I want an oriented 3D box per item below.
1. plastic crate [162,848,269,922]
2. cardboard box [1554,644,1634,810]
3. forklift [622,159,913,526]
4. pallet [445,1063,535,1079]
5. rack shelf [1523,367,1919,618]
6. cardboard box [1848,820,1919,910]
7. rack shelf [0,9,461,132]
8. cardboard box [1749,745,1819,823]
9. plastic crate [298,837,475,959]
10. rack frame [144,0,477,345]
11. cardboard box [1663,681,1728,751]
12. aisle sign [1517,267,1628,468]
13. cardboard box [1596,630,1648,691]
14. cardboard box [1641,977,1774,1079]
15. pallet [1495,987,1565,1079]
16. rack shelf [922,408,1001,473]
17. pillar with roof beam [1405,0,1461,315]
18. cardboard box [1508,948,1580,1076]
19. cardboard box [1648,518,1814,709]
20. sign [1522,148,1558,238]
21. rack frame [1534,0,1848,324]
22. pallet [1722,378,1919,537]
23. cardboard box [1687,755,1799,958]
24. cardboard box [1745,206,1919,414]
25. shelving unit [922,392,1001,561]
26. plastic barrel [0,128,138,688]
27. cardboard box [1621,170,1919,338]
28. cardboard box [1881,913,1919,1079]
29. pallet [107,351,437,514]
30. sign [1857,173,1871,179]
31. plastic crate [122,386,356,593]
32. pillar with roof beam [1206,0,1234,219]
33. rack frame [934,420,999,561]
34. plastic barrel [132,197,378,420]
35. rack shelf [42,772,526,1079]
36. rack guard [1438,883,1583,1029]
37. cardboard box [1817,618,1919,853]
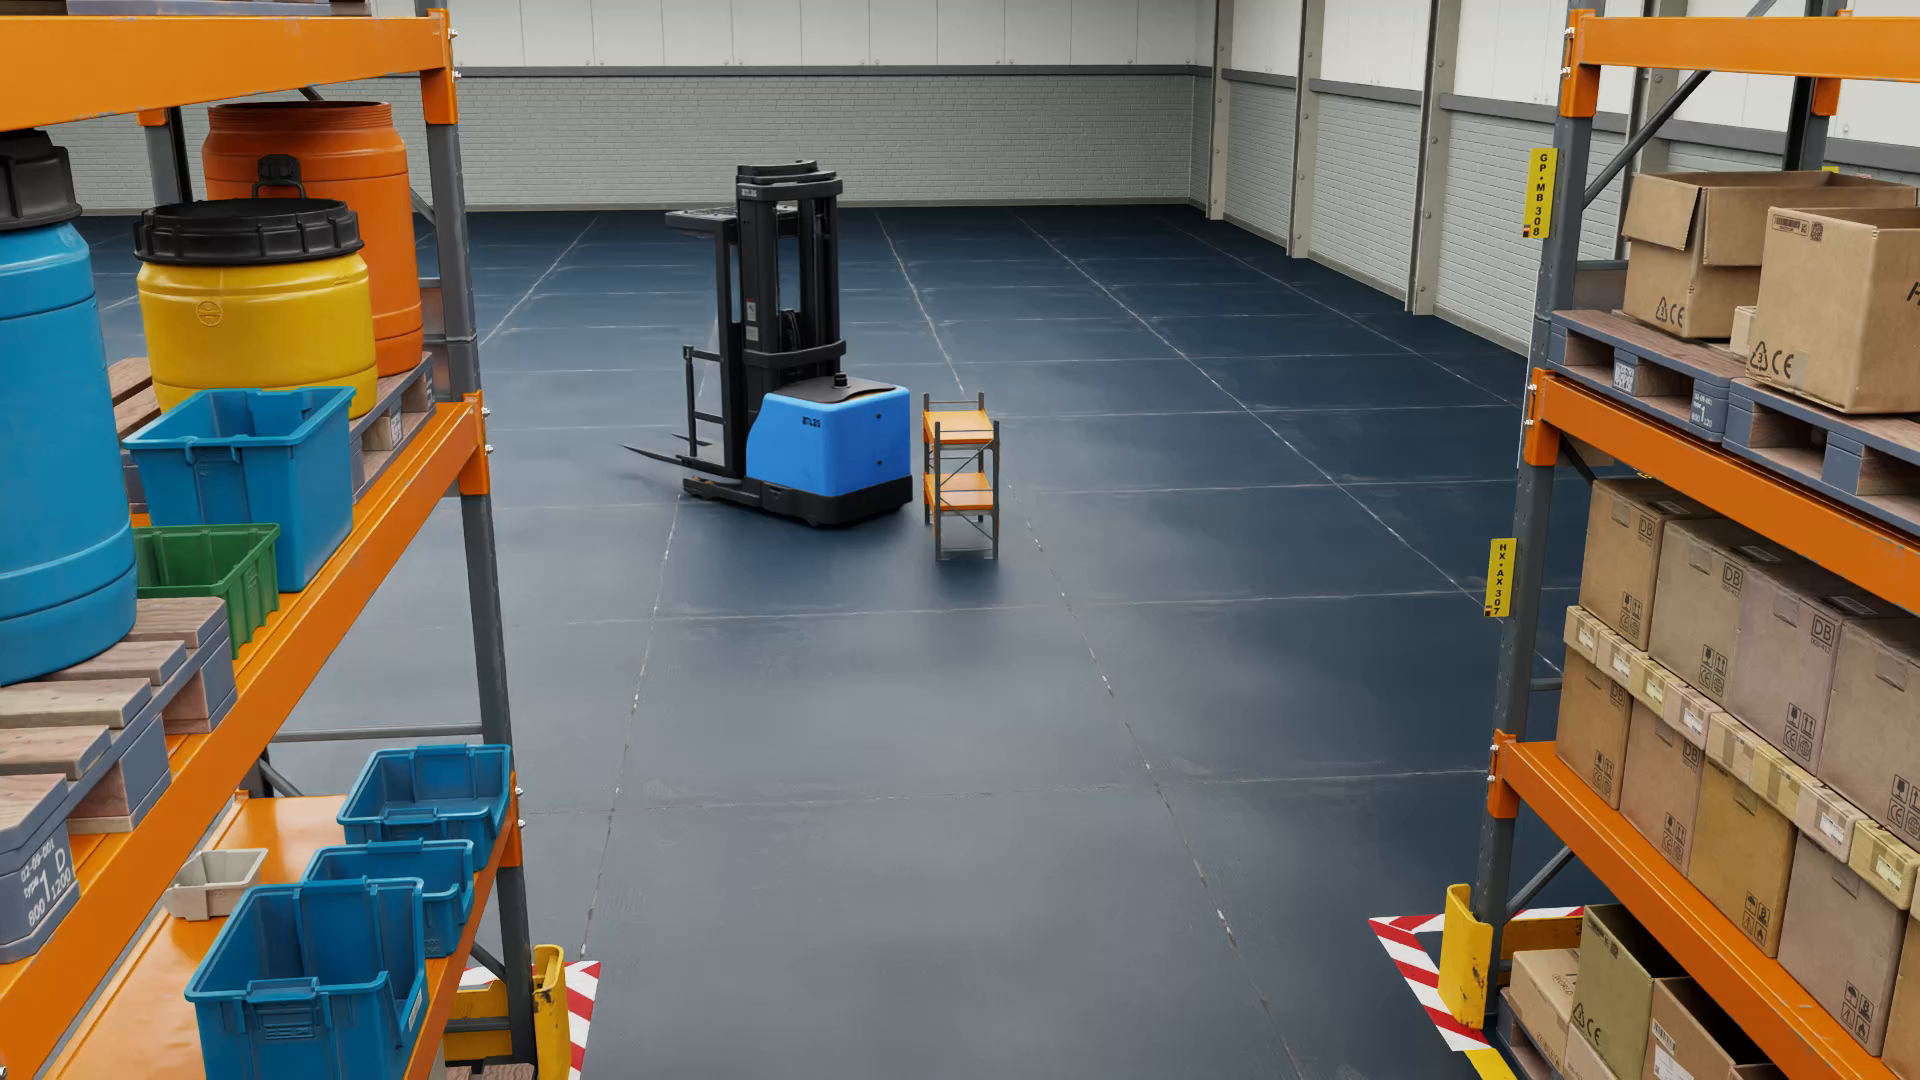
[{"bbox_3d":[-2.454,1.141,5.476,0.298,0.136,0.250,-2,18,-6],"label":"plastic crate"},{"bbox_3d":[2.736,0.678,6.343,0.700,0.500,0.500,-2,18,-6],"label":"cardboard box"},{"bbox_3d":[-1.854,-1.862,14.713,3.031,2.935,1.130,15,23,39],"label":"forklift"},{"bbox_3d":[-2.094,2.332,5.897,1.003,0.211,1.213,-2,18,-6],"label":"pallet"},{"bbox_3d":[2.907,0.094,4.562,1.077,0.370,4.000,-2,18,-6],"label":"rack shelf"},{"bbox_3d":[2.712,0.889,4.588,0.380,0.149,0.250,-1,17,-4],"label":"cardboard box"},{"bbox_3d":[-2.020,-0.994,3.689,1.077,0.370,4.000,-2,18,-6],"label":"rack shelf"},{"bbox_3d":[2.662,0.736,5.074,0.380,0.149,0.250,-2,18,-6],"label":"cardboard box"},{"bbox_3d":[-1.816,1.143,5.278,0.499,0.251,0.408,-2,18,-6],"label":"plastic crate"},{"bbox_3d":[-2.227,-2.124,5.419,1.000,3.000,0.127,-2,18,-6],"label":"rack frame"},{"bbox_3d":[2.605,0.581,5.569,0.380,0.149,0.250,-2,18,-6],"label":"cardboard box"},{"bbox_3d":[2.389,-0.664,6.445,0.394,0.787,0.004,-2,18,-6],"label":"aisle sign"},{"bbox_3d":[2.557,0.431,6.046,0.380,0.149,0.250,-2,18,-7],"label":"cardboard box"},{"bbox_3d":[2.652,1.804,5.560,0.500,0.500,0.500,-2,18,-6],"label":"cardboard box"},{"bbox_3d":[2.821,2.143,6.498,1.003,0.211,1.213,-2,18,-6],"label":"pallet"},{"bbox_3d":[0.001,-0.814,13.415,0.538,0.278,1.000,-2,18,-6],"label":"rack shelf"},{"bbox_3d":[2.421,-7.478,22.473,9.100,9.000,0.400,-2,18,-6],"label":"pillar with roof beam"},{"bbox_3d":[2.535,1.864,6.620,0.500,0.250,0.500,-2,18,-6],"label":"cardboard box"},{"bbox_3d":[2.801,0.231,5.599,0.700,0.500,0.500,-2,18,-7],"label":"cardboard box"},{"bbox_3d":[2.148,-1.284,6.161,0.100,0.325,0.005,-2,18,-6],"label":"sign"},{"bbox_3d":[2.701,-2.276,5.903,1.000,3.000,0.127,-2,18,-6],"label":"rack frame"},{"bbox_3d":[2.877,-0.227,4.532,1.003,0.211,1.213,-2,18,-6],"label":"pallet"},{"bbox_3d":[2.840,0.982,5.373,0.700,0.500,0.500,-2,18,-5],"label":"cardboard box"},{"bbox_3d":[2.600,-0.656,4.651,0.500,0.500,0.500,-2,18,-6],"label":"cardboard box"},{"bbox_3d":[0.001,-0.535,13.502,0.538,1.125,1.048,-2,18,-6],"label":"shelving unit"},{"bbox_3d":[-1.810,-0.241,2.890,0.600,0.901,0.708,-2,18,-6],"label":"plastic barrel"},{"bbox_3d":[2.756,-0.990,5.707,0.797,0.503,0.637,-1,17,-2],"label":"cardboard box"},{"bbox_3d":[2.952,1.292,4.388,0.700,0.500,0.500,-2,17,-5],"label":"cardboard box"},{"bbox_3d":[-2.239,-0.353,5.102,1.003,0.211,1.213,-2,18,-6],"label":"pallet"},{"bbox_3d":[7.823,-3.023,14.427,0.001,0.298,0.199,-2,18,-6],"label":"sign"},{"bbox_3d":[-1.731,-0.126,4.091,0.392,0.384,0.575,-2,18,-6],"label":"plastic crate"},{"bbox_3d":[1.184,-11.053,33.861,9.100,9.000,0.400,-2,18,-6],"label":"pillar with roof beam"},{"bbox_3d":[0.053,-0.383,13.020,0.500,1.125,0.032,-2,18,-6],"label":"rack frame"},{"bbox_3d":[-1.983,-0.647,4.708,0.600,0.588,0.600,0,17,0],"label":"plastic barrel"},{"bbox_3d":[-2.020,1.677,4.528,1.077,0.370,4.000,-2,18,-6],"label":"rack shelf"},{"bbox_3d":[2.698,1.772,7.199,1.175,0.500,0.348,-2,18,-6],"label":"rack guard"},{"bbox_3d":[2.906,0.531,4.646,0.700,0.500,0.500,-2,18,-6],"label":"cardboard box"}]
